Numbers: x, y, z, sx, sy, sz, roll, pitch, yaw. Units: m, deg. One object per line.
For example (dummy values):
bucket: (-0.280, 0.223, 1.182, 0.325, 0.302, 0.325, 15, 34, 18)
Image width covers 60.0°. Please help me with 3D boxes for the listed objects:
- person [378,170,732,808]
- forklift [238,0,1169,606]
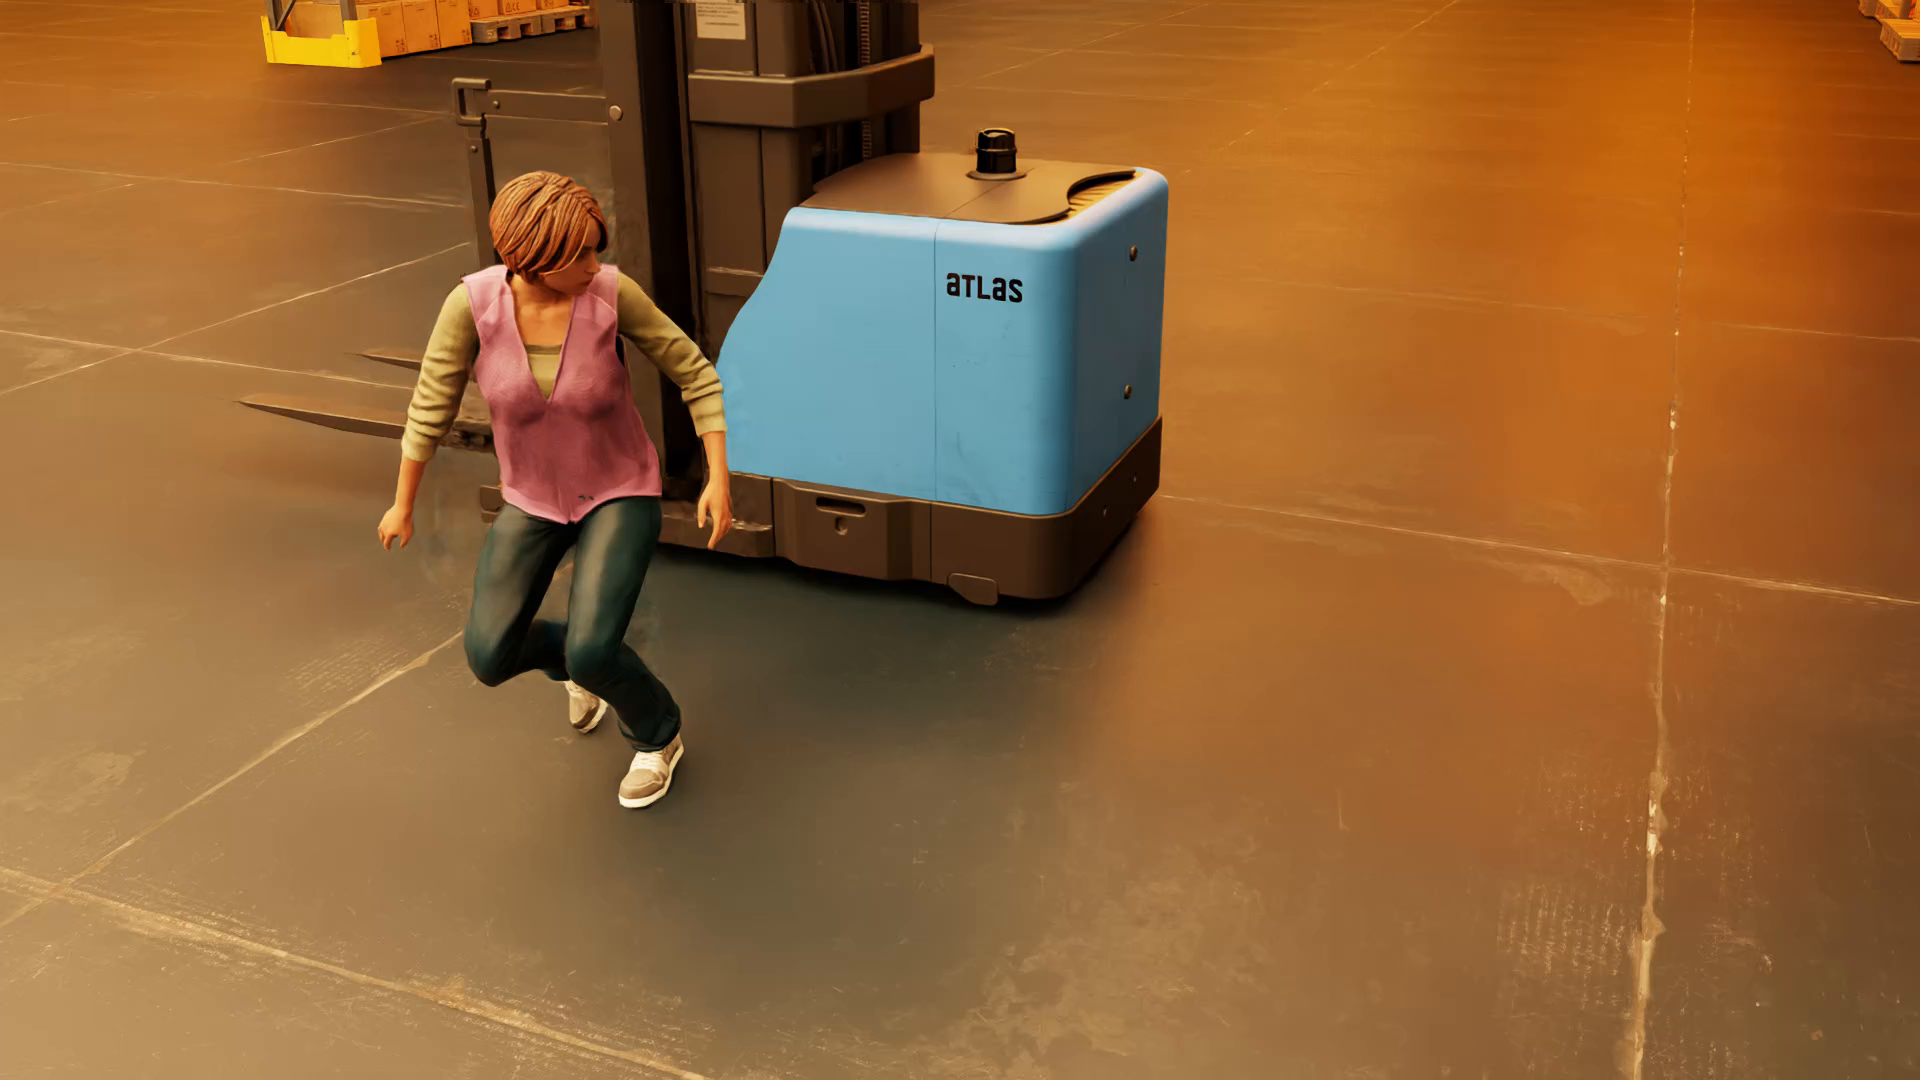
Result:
person: (-0.853, -0.108, 3.565, 0.773, 1.403, 0.527, 1, 23, 3)
forklift: (-0.931, -1.520, 4.929, 3.031, 2.935, 1.130, 9, 24, 20)
